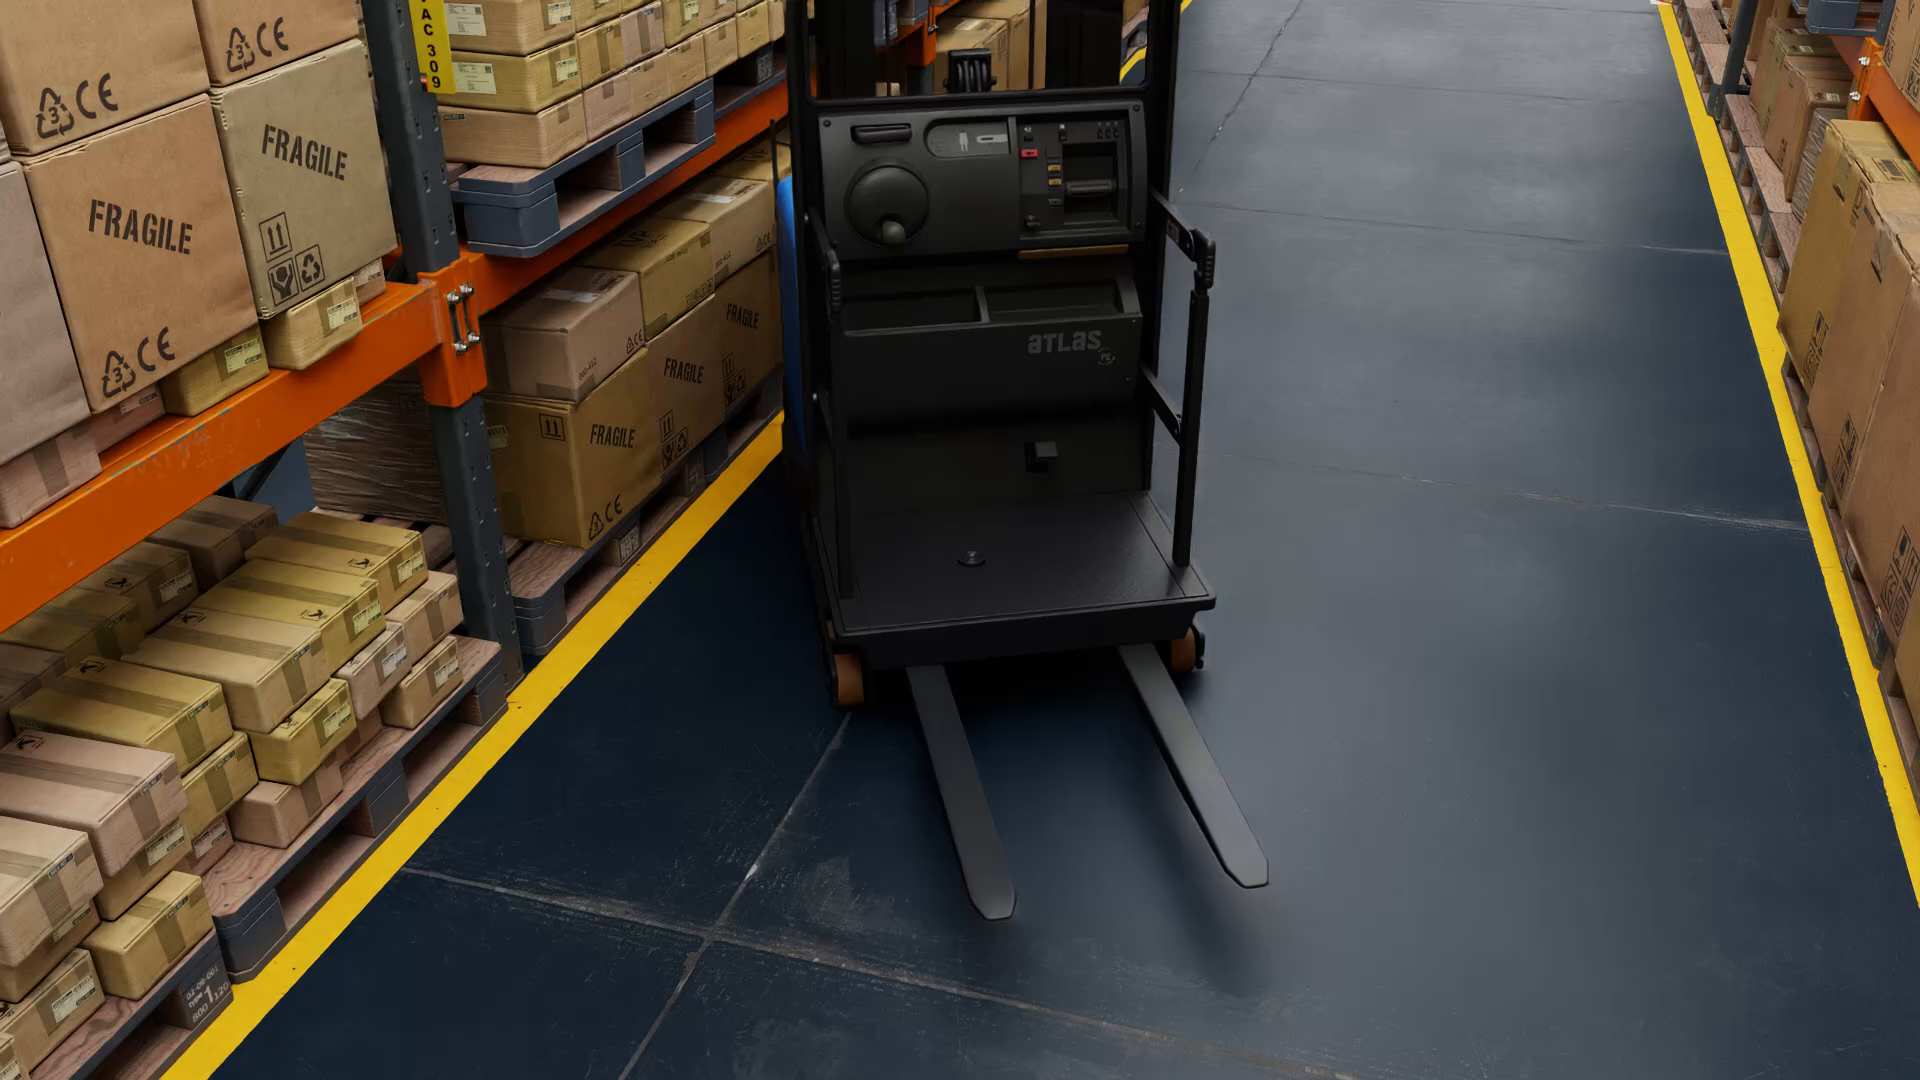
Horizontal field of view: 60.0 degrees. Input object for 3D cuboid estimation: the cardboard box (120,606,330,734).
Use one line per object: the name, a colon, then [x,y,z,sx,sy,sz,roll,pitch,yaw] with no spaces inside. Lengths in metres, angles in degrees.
cardboard box: [-1.761,0.309,3.998,0.380,0.149,0.250,8,30,14]

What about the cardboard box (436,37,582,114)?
cardboard box: [-1.247,-1.258,4.447,0.380,0.149,0.250,9,30,16]

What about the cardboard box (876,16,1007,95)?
cardboard box: [-0.363,-2.267,8.621,1.050,0.750,0.750,8,30,14]

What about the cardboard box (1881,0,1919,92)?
cardboard box: [3.681,-1.898,5.973,0.500,0.500,0.500,9,30,16]

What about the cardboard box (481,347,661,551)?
cardboard box: [-1.332,-0.334,5.404,0.500,0.500,0.500,10,31,17]

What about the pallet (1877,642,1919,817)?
pallet: [3.064,0.667,4.334,1.003,0.211,1.213,8,30,15]

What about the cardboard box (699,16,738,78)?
cardboard box: [-0.945,-1.608,5.382,0.380,0.149,0.250,7,30,13]

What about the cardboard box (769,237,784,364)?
cardboard box: [-0.867,-1.055,6.701,0.500,0.500,0.500,7,30,13]

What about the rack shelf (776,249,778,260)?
rack shelf: [-0.535,-1.067,6.278,0.258,0.103,0.180,20,35,32]

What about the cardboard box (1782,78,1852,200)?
cardboard box: [4.572,-1.979,8.341,0.700,0.500,0.500,11,31,19]

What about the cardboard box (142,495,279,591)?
cardboard box: [-2.101,-0.004,4.561,0.380,0.149,0.250,10,31,17]

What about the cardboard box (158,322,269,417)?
cardboard box: [-1.769,-0.410,3.660,0.380,0.149,0.250,10,31,17]

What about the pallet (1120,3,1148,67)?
pallet: [0.844,-3.779,12.325,1.003,0.211,1.213,8,30,15]

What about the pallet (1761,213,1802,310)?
pallet: [4.315,-1.186,7.664,1.003,0.211,1.213,8,30,15]

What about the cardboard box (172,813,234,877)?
cardboard box: [-1.957,0.702,3.903,0.380,0.149,0.250,8,30,14]

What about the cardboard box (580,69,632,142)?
cardboard box: [-1.171,-1.258,4.752,0.380,0.149,0.250,9,30,16]

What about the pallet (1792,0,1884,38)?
pallet: [4.191,-2.304,7.003,1.213,0.211,1.003,8,30,15]

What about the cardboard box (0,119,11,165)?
cardboard box: [-1.992,-0.814,2.690,0.500,0.500,0.500,9,30,16]

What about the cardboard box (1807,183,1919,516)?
cardboard box: [3.592,-0.565,5.434,1.225,0.875,0.875,9,30,15]

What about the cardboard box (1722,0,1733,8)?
cardboard box: [6.090,-4.280,12.497,0.500,0.500,0.500,17,33,28]

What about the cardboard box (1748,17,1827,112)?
cardboard box: [5.057,-2.718,9.669,0.700,0.500,0.500,6,30,11]

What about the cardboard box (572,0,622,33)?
cardboard box: [-1.171,-1.519,4.609,0.380,0.149,0.250,9,30,16]

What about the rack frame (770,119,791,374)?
rack frame: [-0.590,-0.966,6.251,0.240,1.200,0.006,20,35,32]

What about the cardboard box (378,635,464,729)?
cardboard box: [-1.592,0.356,4.525,0.380,0.149,0.250,9,30,16]

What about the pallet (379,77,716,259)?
pallet: [-1.439,-1.188,4.997,1.003,0.211,1.213,8,30,15]

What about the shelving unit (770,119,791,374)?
shelving unit: [-0.535,-1.001,6.315,0.258,1.200,0.189,20,35,32]

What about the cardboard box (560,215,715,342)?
cardboard box: [-1.179,-0.909,5.667,0.500,0.250,0.500,9,30,16]

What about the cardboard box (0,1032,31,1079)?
cardboard box: [-2.075,1.066,3.250,0.380,0.149,0.250,9,30,15]

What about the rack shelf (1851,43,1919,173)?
rack shelf: [3.497,-0.797,4.838,1.077,0.370,4.000,8,30,15]

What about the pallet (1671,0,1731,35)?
pallet: [6.137,-4.133,12.962,1.003,0.211,1.213,8,30,15]

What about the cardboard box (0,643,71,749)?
cardboard box: [-2.321,0.364,3.898,0.380,0.149,0.250,8,30,14]

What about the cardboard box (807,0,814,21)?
cardboard box: [-0.715,-1.980,6.049,0.380,0.149,0.250,9,30,16]

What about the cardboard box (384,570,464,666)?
cardboard box: [-1.591,0.187,4.523,0.380,0.149,0.250,9,30,16]

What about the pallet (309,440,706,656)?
pallet: [-1.575,-0.081,5.678,1.003,0.211,1.213,8,30,15]

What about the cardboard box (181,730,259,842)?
cardboard box: [-1.887,0.544,3.881,0.380,0.149,0.250,9,30,15]

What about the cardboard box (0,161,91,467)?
cardboard box: [-1.975,-0.374,2.927,0.500,0.500,0.500,8,30,15]

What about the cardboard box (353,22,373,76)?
cardboard box: [-1.874,-1.354,4.619,0.380,0.149,0.250,9,30,16]

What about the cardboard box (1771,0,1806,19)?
cardboard box: [5.414,-3.172,10.505,0.500,0.500,0.500,8,30,13]

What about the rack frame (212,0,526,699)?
rack frame: [-1.802,-0.937,4.349,1.000,3.000,0.127,8,30,15]

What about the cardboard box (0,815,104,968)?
cardboard box: [-1.970,0.684,3.323,0.380,0.149,0.250,7,30,13]

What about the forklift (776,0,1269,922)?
forklift: [0.112,-0.982,4.500,1.130,2.935,3.031,-5,29,-9]

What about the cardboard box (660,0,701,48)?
cardboard box: [-1.021,-1.620,5.097,0.380,0.149,0.250,7,30,13]

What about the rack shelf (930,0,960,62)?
rack shelf: [-0.041,-3.411,9.536,1.077,0.370,4.000,8,30,15]

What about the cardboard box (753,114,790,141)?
cardboard box: [-0.716,-1.623,6.951,0.500,0.250,0.500,9,30,16]
